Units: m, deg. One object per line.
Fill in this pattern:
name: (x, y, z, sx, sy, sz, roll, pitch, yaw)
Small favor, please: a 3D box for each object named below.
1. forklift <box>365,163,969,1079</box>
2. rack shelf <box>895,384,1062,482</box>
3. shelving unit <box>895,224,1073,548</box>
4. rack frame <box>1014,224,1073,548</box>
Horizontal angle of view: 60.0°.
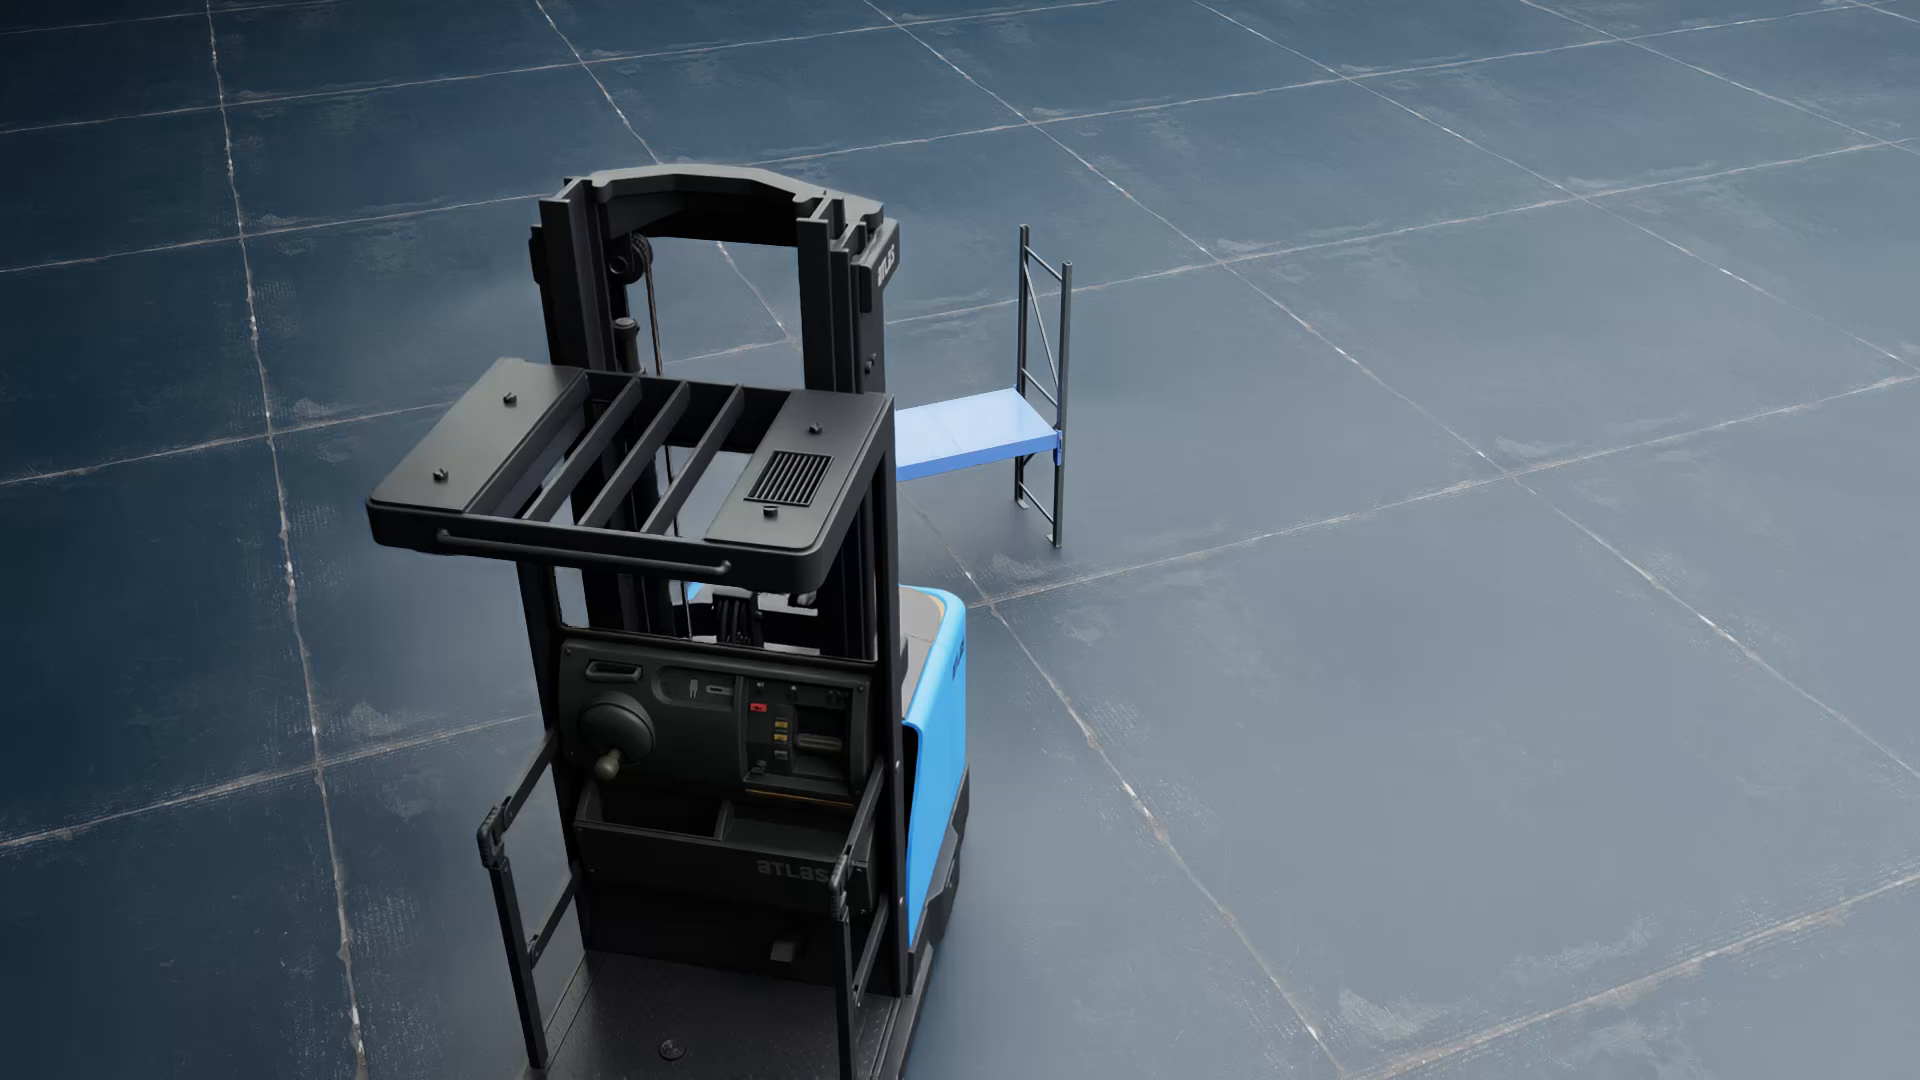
forklift: (-0.759, 0.591, 4.654, 1.130, 2.935, 3.031, 6, 34, 9)
rack shelf: (-0.079, -0.460, 7.911, 1.000, 0.185, 0.538, -13, 35, -19)
shelving unit: (-0.079, -0.611, 7.813, 1.048, 1.500, 0.538, -13, 35, -19)
rack frame: (0.390, -0.718, 7.978, 0.032, 1.500, 0.500, -13, 35, -19)
